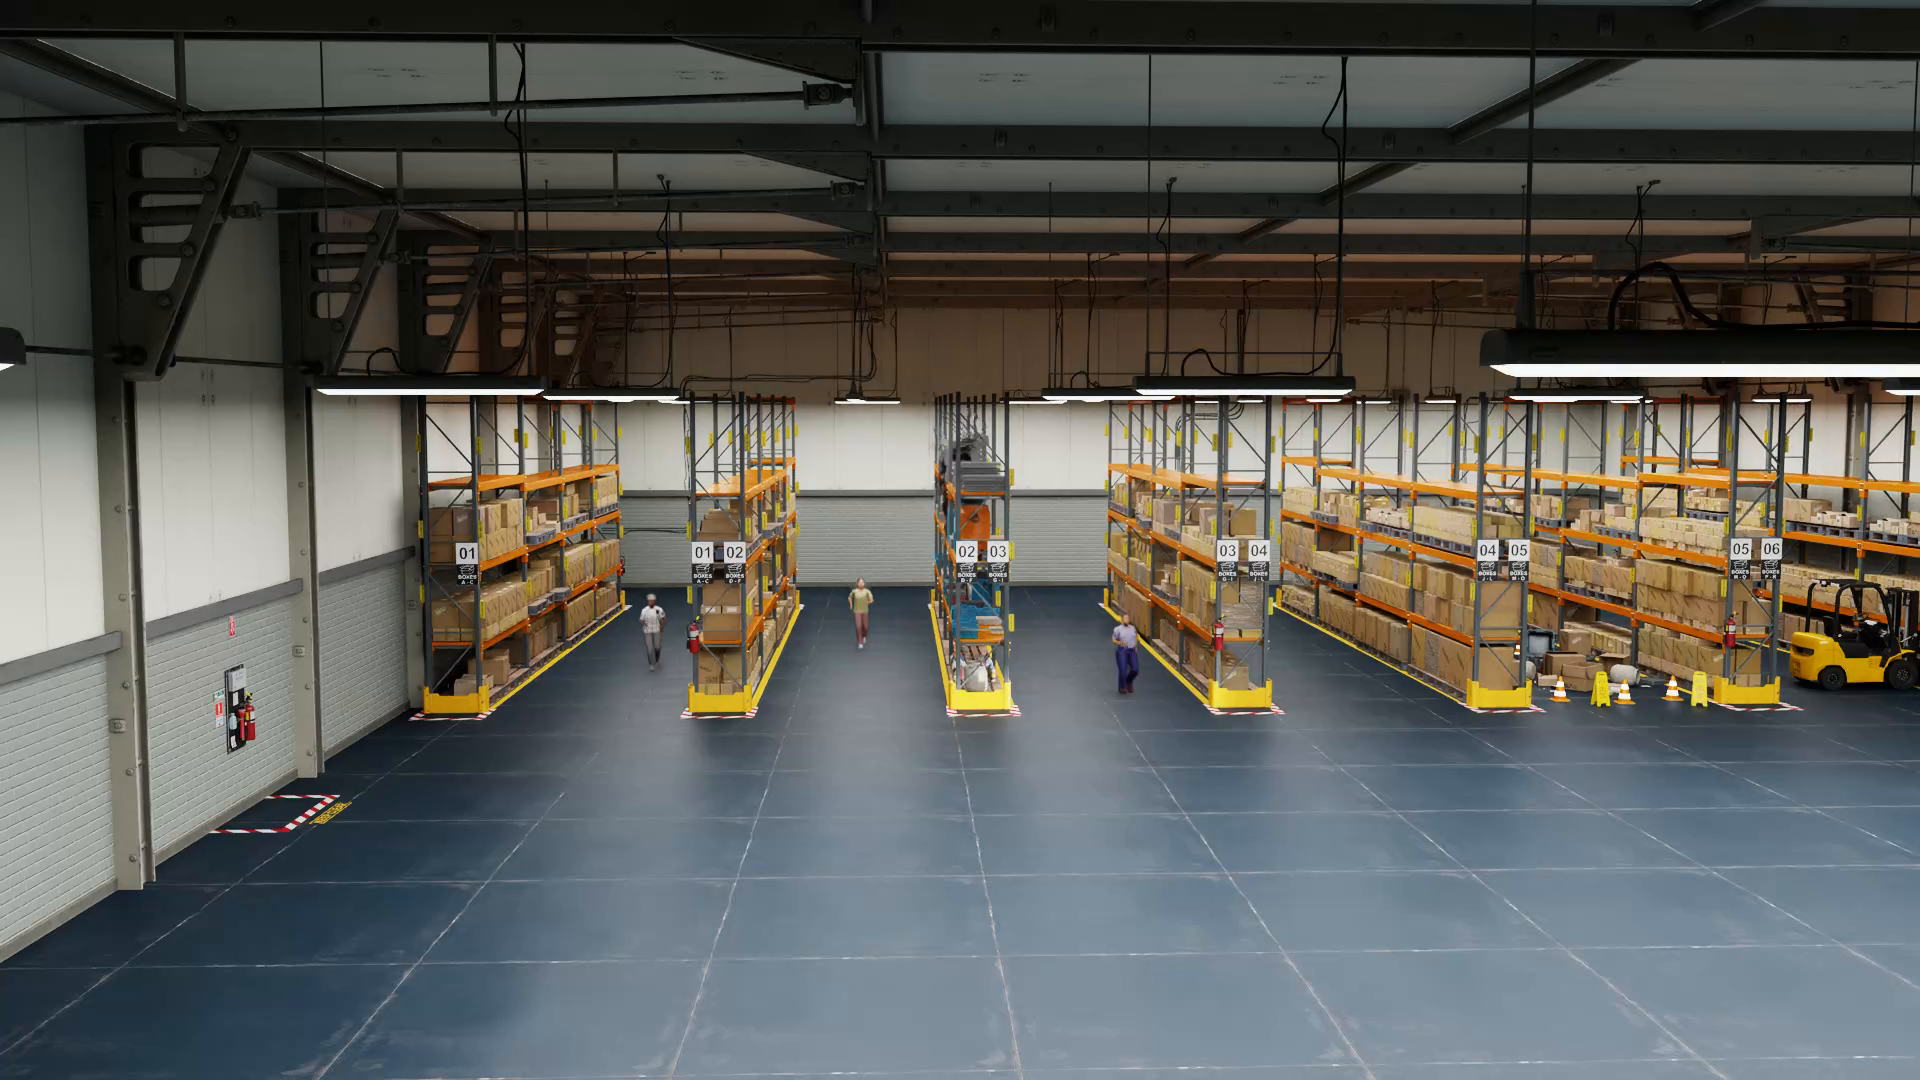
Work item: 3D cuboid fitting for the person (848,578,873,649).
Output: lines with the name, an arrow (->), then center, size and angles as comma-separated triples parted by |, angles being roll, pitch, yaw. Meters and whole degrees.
person -> -2.350, 1.722, 39.536 | 0.586, 1.645, 0.914 | -1, 5, -7

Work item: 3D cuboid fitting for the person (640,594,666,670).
person -> -6.644, 2.002, 35.972 | 0.563, 1.663, 0.572 | -1, 5, -10

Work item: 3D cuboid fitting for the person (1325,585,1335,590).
person -> 10.809, 1.050, 48.368 | 0.594, 1.595, 0.556 | -3, 6, -37

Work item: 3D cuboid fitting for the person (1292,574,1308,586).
person -> 10.148, 1.008, 49.012 | 0.678, 1.633, 0.622 | 0, 5, -4

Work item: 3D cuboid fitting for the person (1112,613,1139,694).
person -> 3.323, 2.272, 33.018 | 0.591, 1.611, 0.576 | -1, 5, -14
